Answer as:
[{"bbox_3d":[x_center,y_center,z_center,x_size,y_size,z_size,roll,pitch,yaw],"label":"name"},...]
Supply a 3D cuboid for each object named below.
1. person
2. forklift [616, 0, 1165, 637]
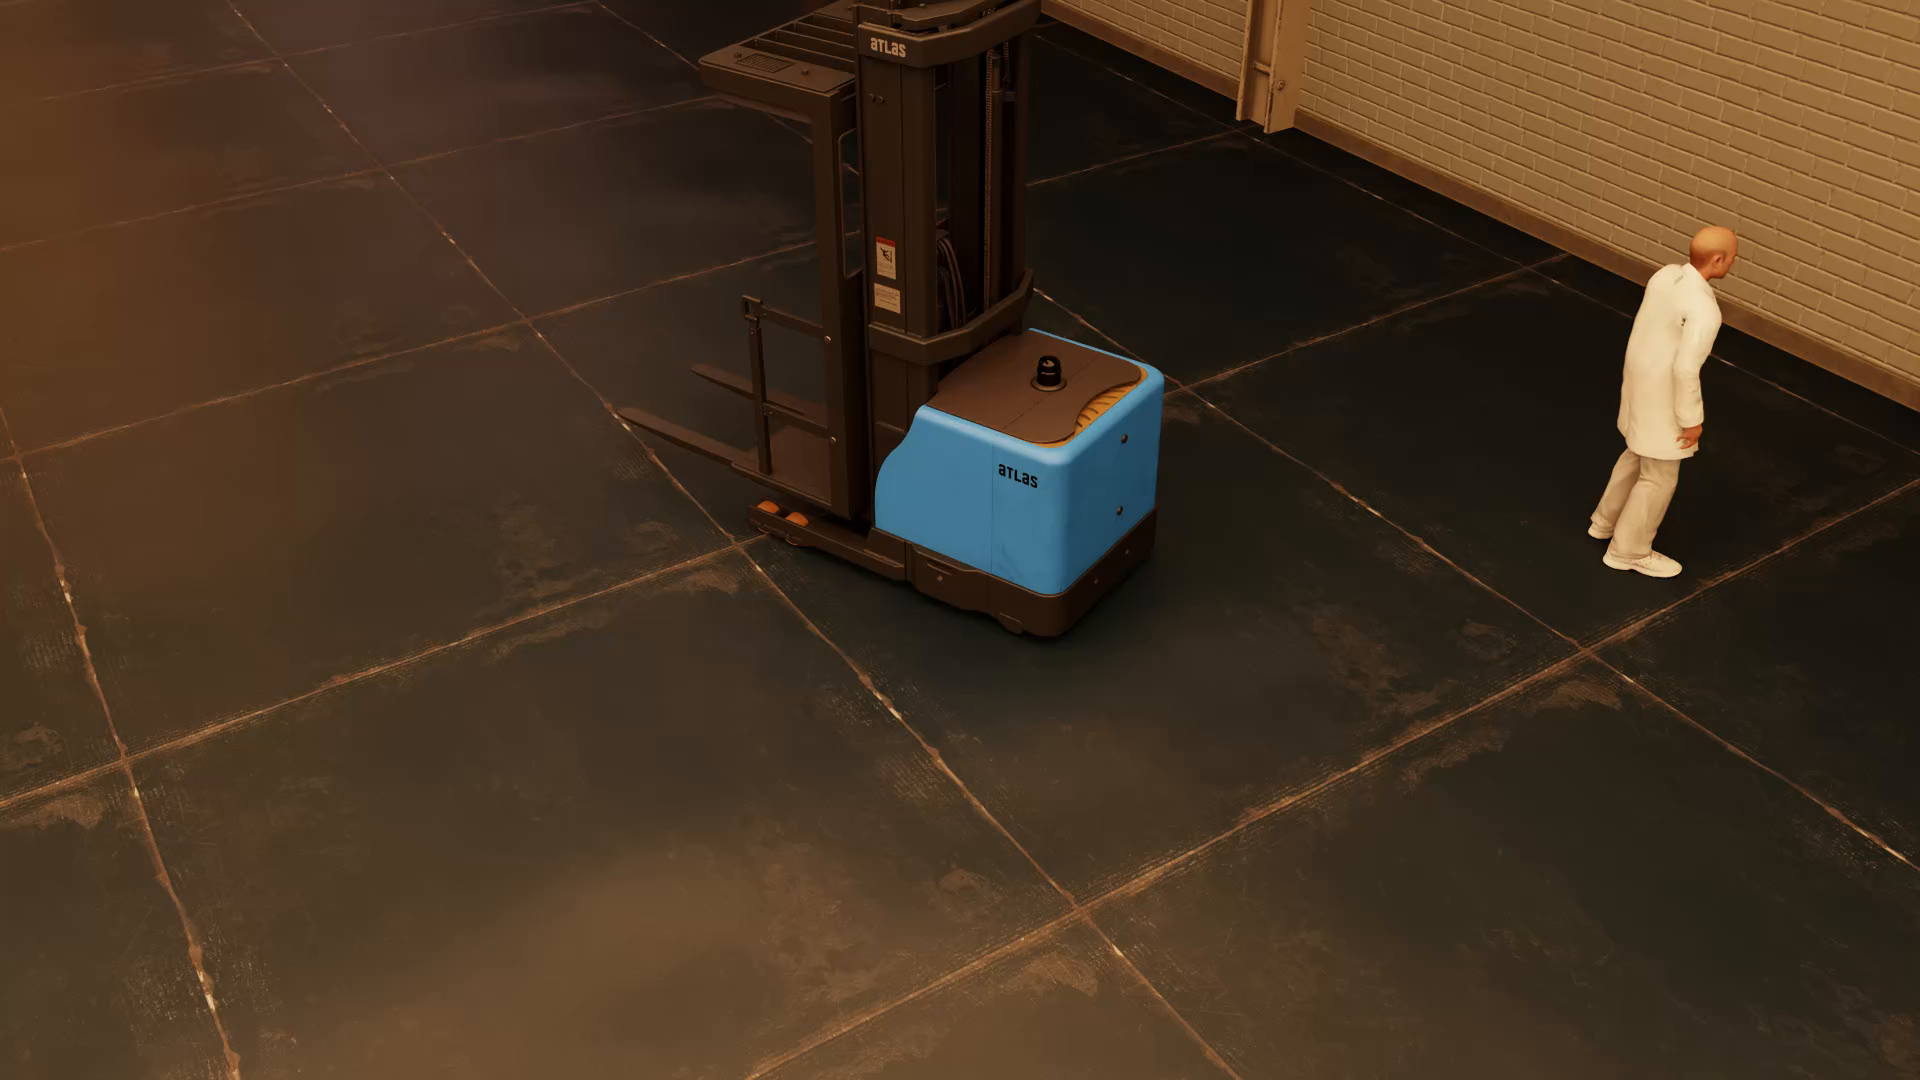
[{"bbox_3d":[3.457,-0.703,8.155,0.429,1.774,0.654,0,35,0],"label":"person"},{"bbox_3d":[-0.500,-1.399,8.138,3.031,2.935,1.130,22,41,28],"label":"forklift"}]
